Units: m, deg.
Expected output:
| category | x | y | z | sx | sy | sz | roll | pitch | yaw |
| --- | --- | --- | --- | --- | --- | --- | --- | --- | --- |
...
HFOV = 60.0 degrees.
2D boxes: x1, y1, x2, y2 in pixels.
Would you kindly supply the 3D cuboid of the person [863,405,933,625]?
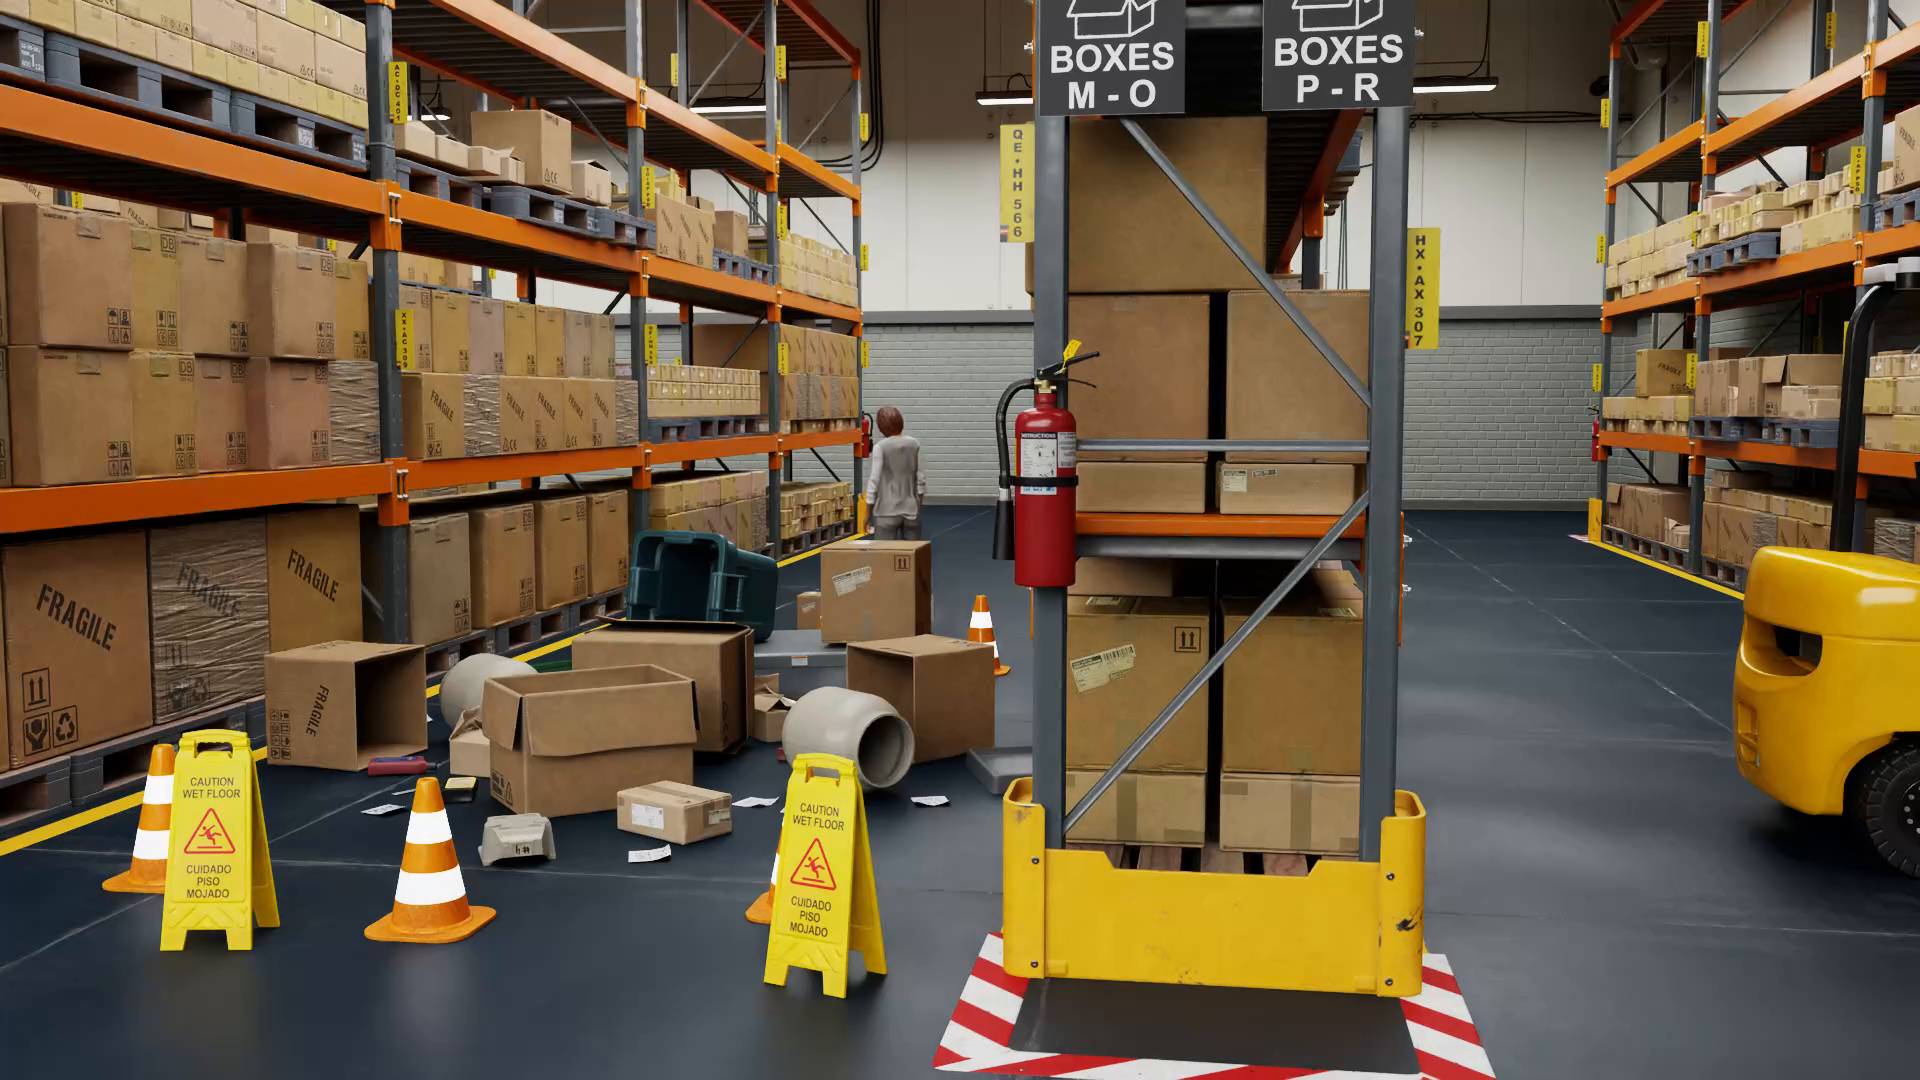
| category | x | y | z | sx | sy | sz | roll | pitch | yaw |
| --- | --- | --- | --- | --- | --- | --- | --- | --- | --- |
| person | -0.439 | -0.145 | 11.839 | 0.488 | 1.590 | 0.372 | -3 | 5 | -31 |
